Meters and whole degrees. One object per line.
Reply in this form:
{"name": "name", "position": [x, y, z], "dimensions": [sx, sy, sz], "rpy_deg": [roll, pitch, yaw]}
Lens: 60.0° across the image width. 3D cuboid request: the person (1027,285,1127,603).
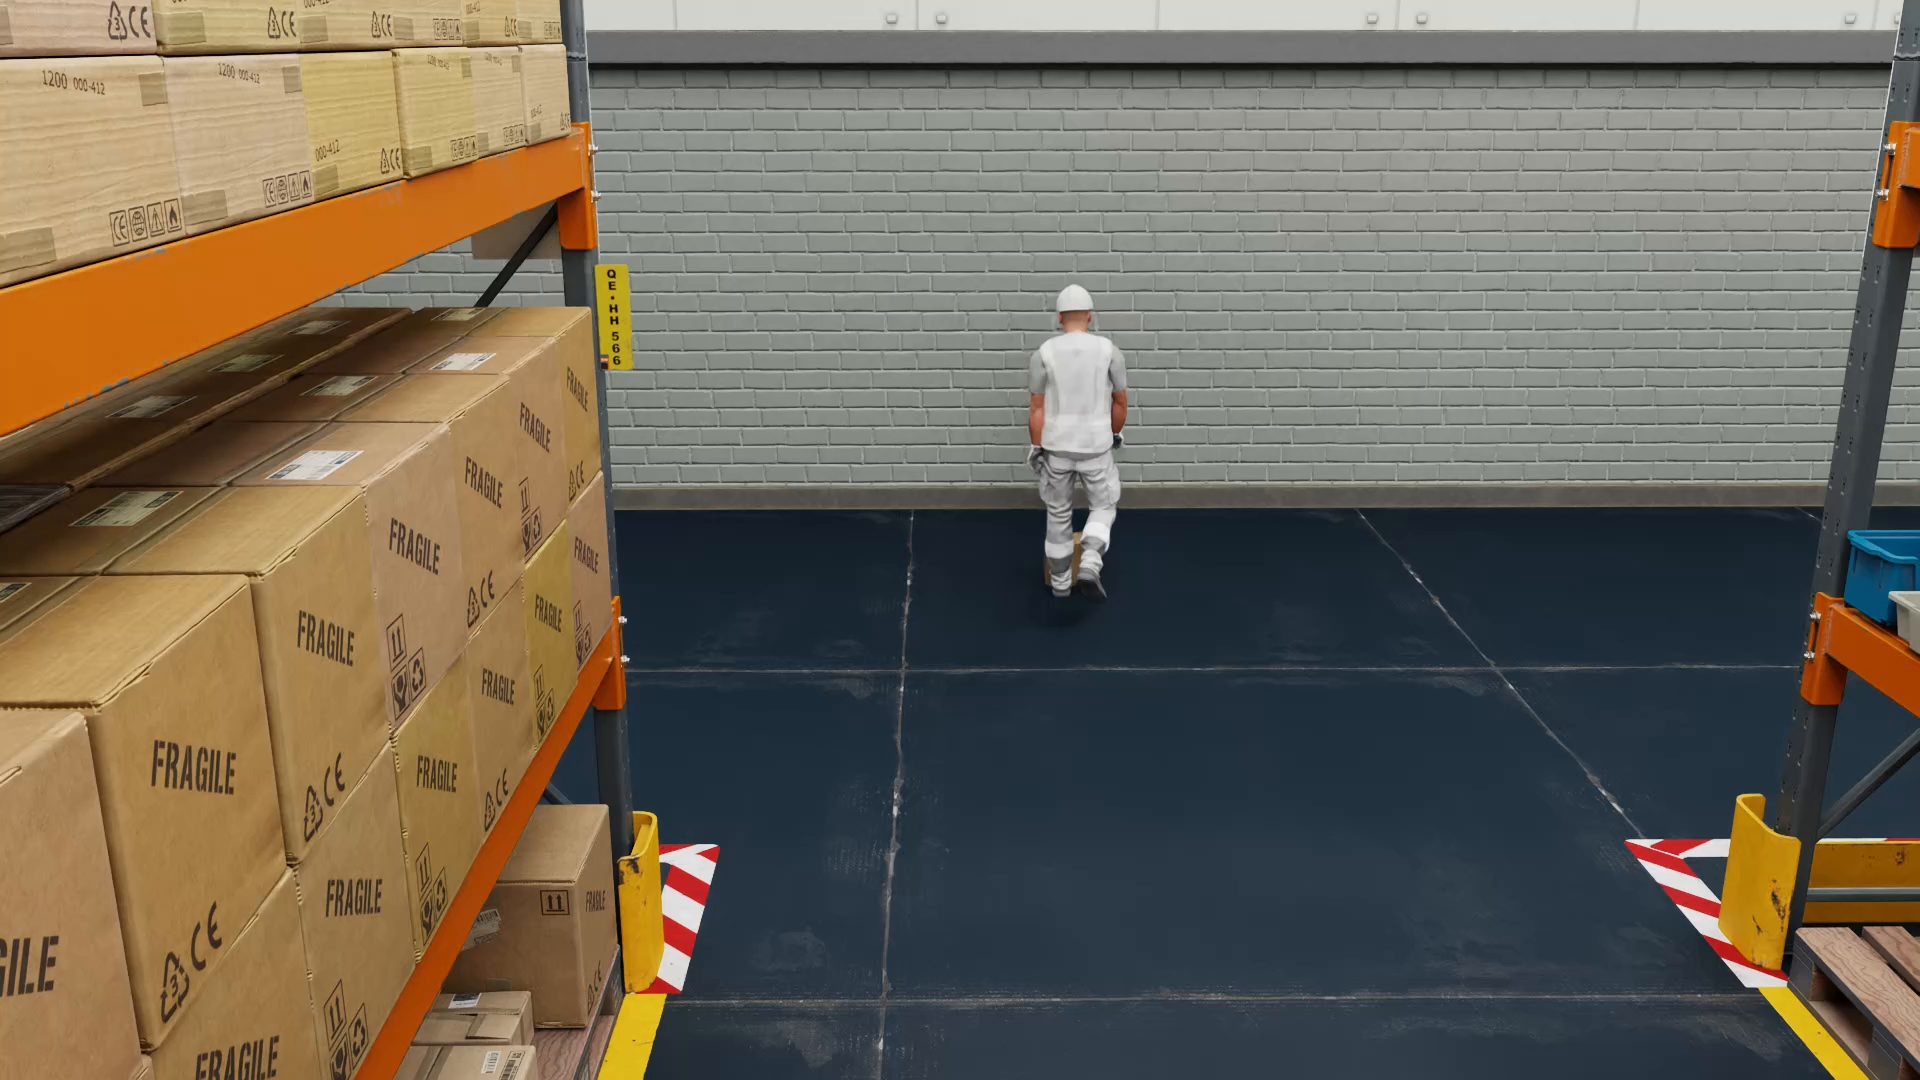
{"name": "person", "position": [0.637, -0.492, 9.096], "dimensions": [0.537, 1.779, 0.770], "rpy_deg": [2, 17, 6]}
